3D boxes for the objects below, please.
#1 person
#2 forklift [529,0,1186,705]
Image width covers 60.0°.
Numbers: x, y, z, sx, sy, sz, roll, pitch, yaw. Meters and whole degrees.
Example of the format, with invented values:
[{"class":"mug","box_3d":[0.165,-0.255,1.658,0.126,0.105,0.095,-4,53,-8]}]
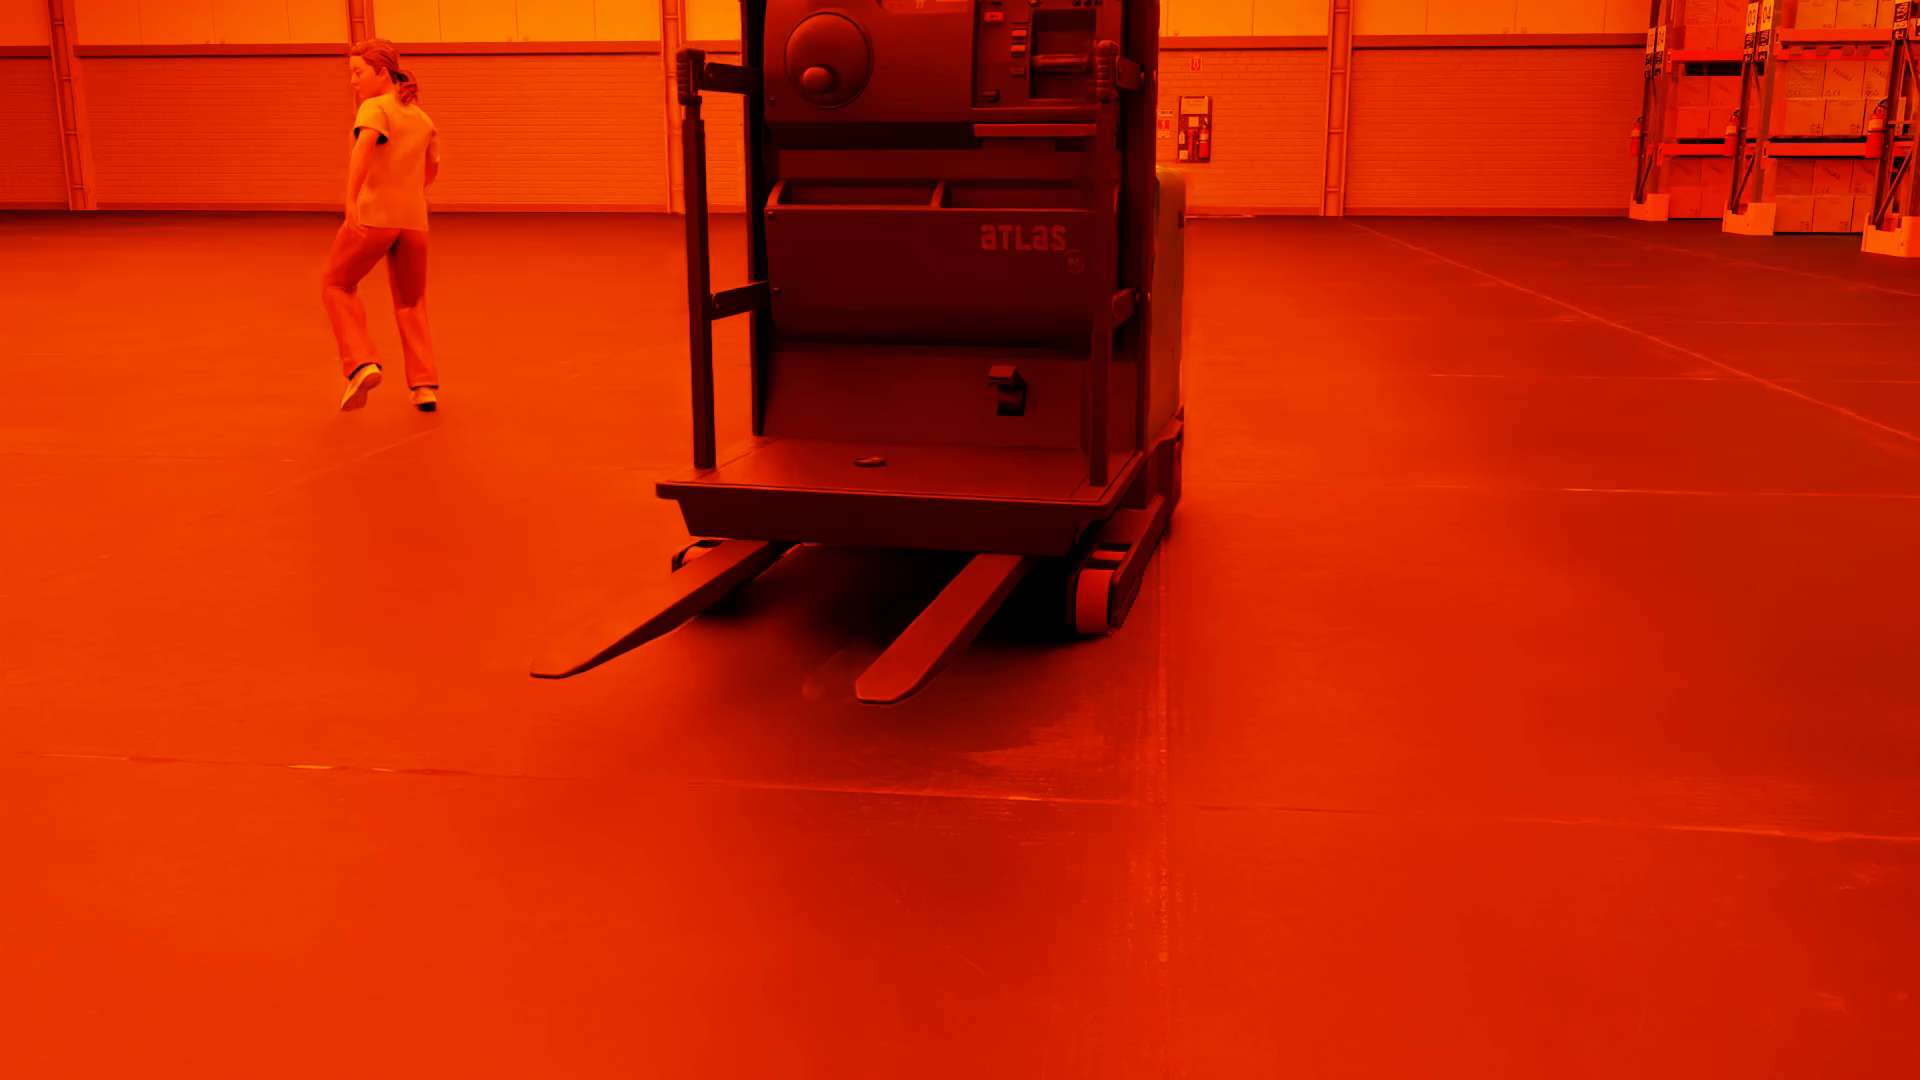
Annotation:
[{"class":"person","box_3d":[-2.519,-1.362,7.304,0.663,1.618,0.632,12,18,42]},{"class":"forklift","box_3d":[-0.094,-1.291,4.029,1.130,2.935,3.031,3,14,13]}]
